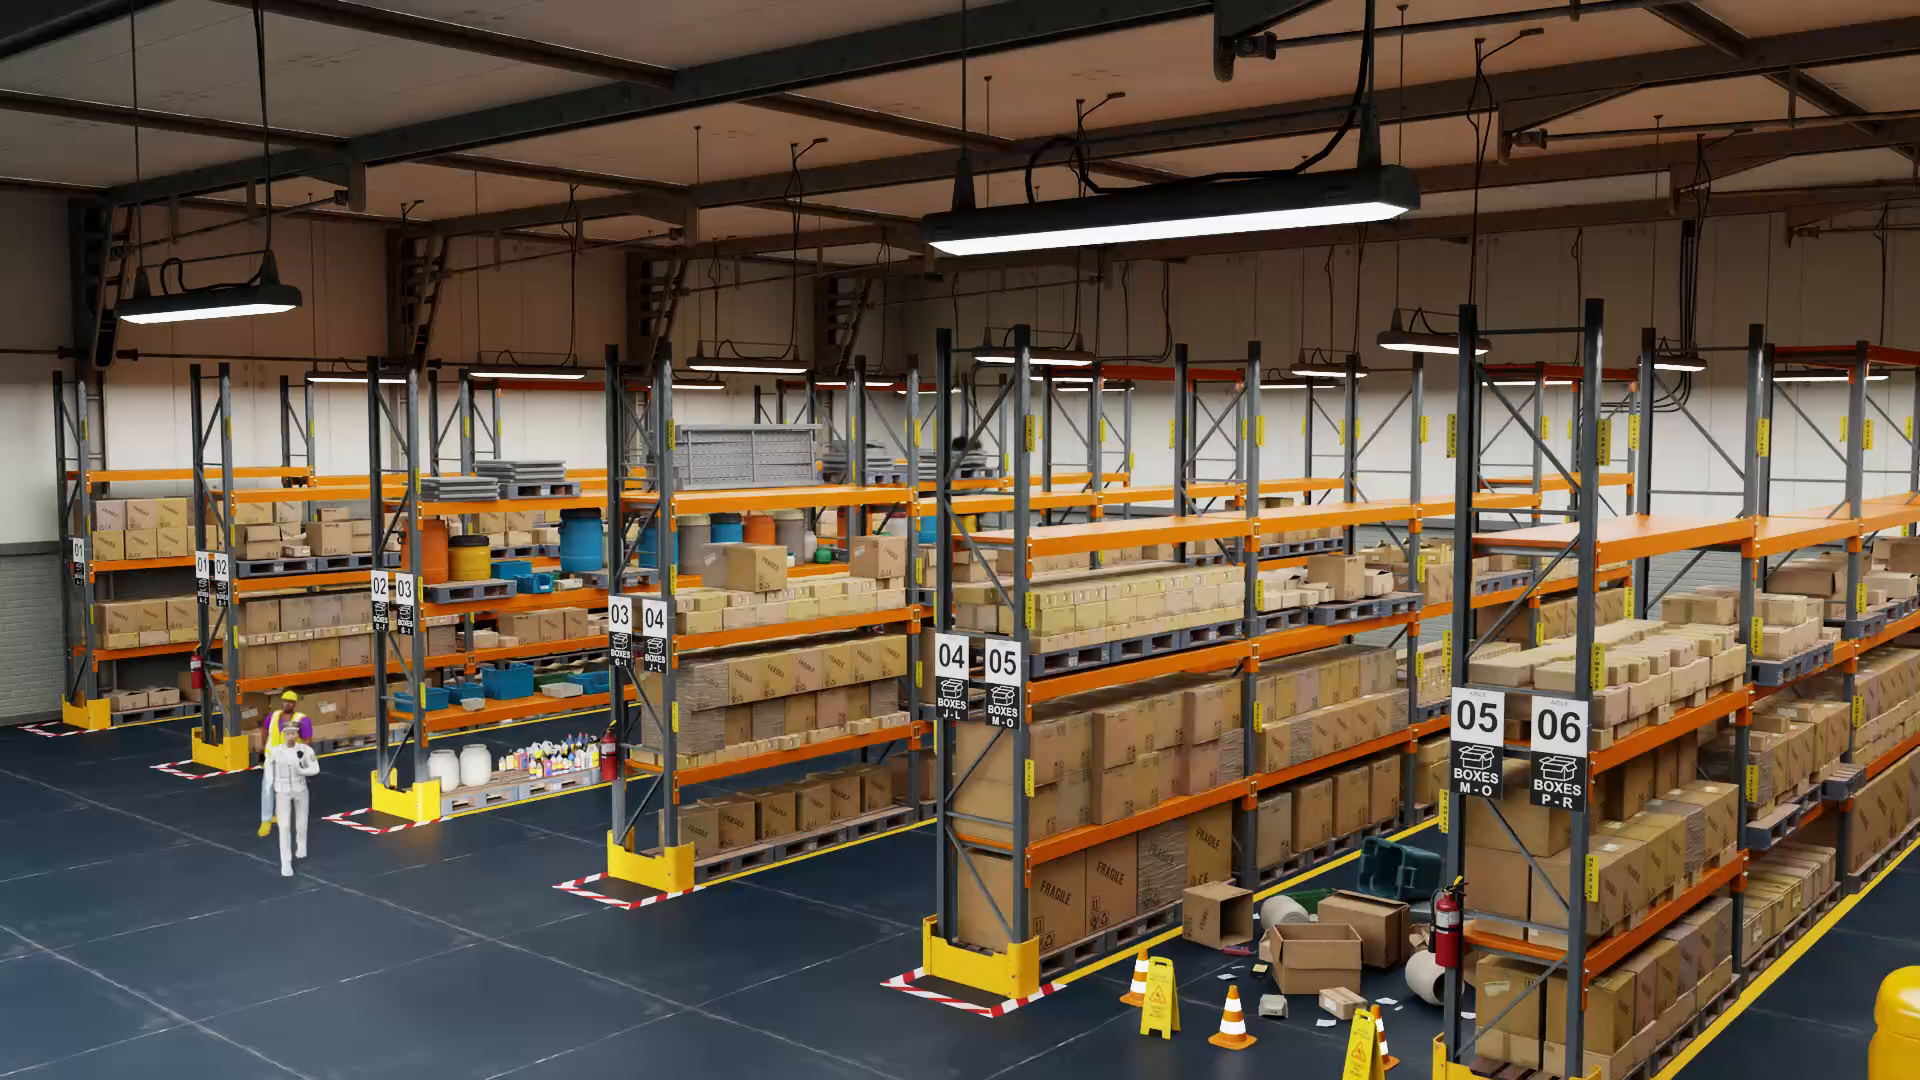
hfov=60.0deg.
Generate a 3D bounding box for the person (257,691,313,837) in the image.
[{"bbox_3d":[-8.507,2.775,20.912,0.713,1.745,0.803,-1,4,-9],"label":"person"}]

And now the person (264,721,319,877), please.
[{"bbox_3d":[-7.685,2.920,19.143,0.600,1.704,0.903,-2,4,-20],"label":"person"}]
